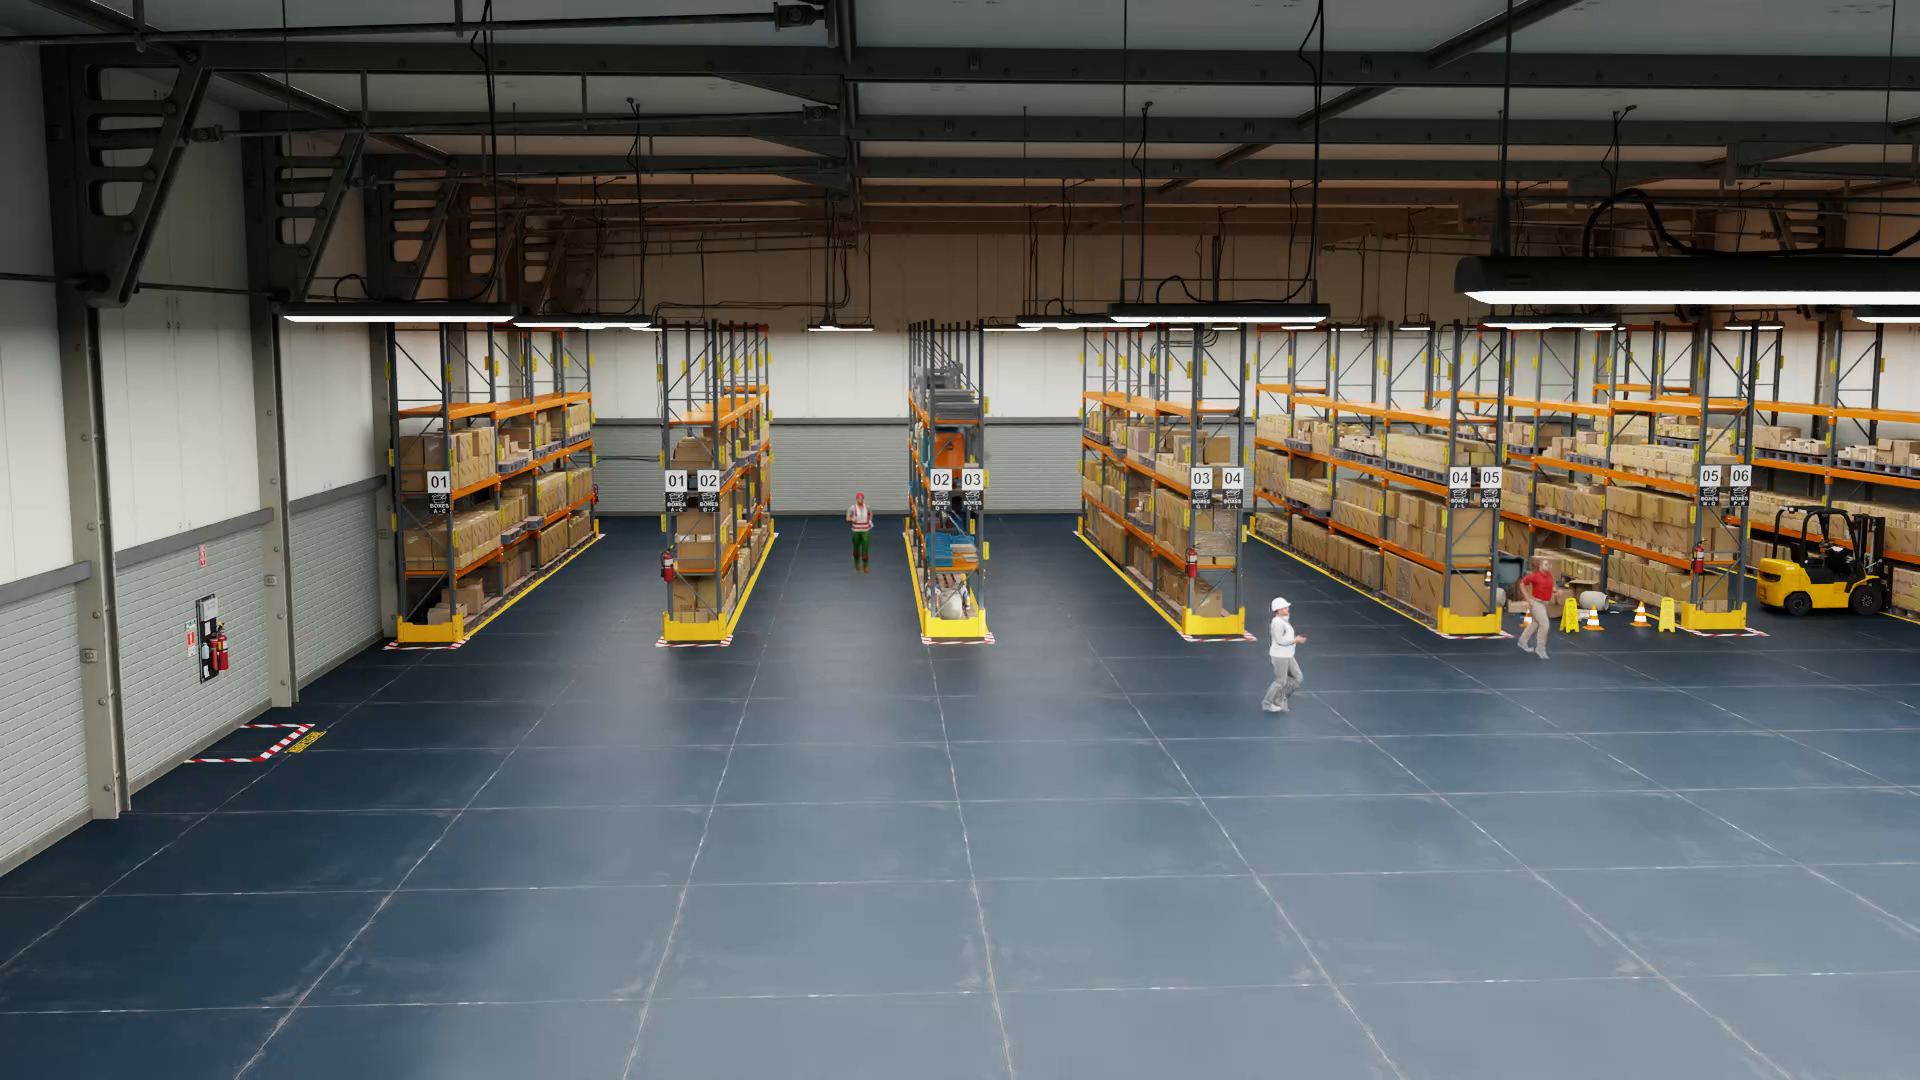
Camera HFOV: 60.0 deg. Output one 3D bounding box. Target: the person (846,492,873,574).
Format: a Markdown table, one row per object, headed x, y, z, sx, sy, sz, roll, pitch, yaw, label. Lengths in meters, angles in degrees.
| x | y | z | sx | sy | sz | roll | pitch | yaw | label |
| --- | --- | --- | --- | --- | --- | --- | --- | --- | --- |
| -2.279 | -0.183 | 38.078 | 0.648 | 1.820 | 0.858 | -1 | 7 | -12 | person |

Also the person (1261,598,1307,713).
| x | y | z | sx | sy | sz | roll | pitch | yaw | label |
| --- | --- | --- | --- | --- | --- | --- | --- | --- | --- |
| 4.907 | 1.763 | 25.100 | 0.669 | 1.789 | 0.640 | 3 | 8 | 21 | person |

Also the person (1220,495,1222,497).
| x | y | z | sx | sy | sz | roll | pitch | yaw | label |
| --- | --- | --- | --- | --- | --- | --- | --- | --- | --- |
| 7.299 | -0.660 | 45.659 | 0.645 | 1.616 | 0.997 | 0 | 7 | -2 | person |

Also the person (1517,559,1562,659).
| x | y | z | sx | sy | sz | roll | pitch | yaw | label |
| --- | --- | --- | --- | --- | --- | --- | --- | --- | --- |
| 10.339 | 1.218 | 29.688 | 0.650 | 1.796 | 0.793 | -6 | 9 | -42 | person |
